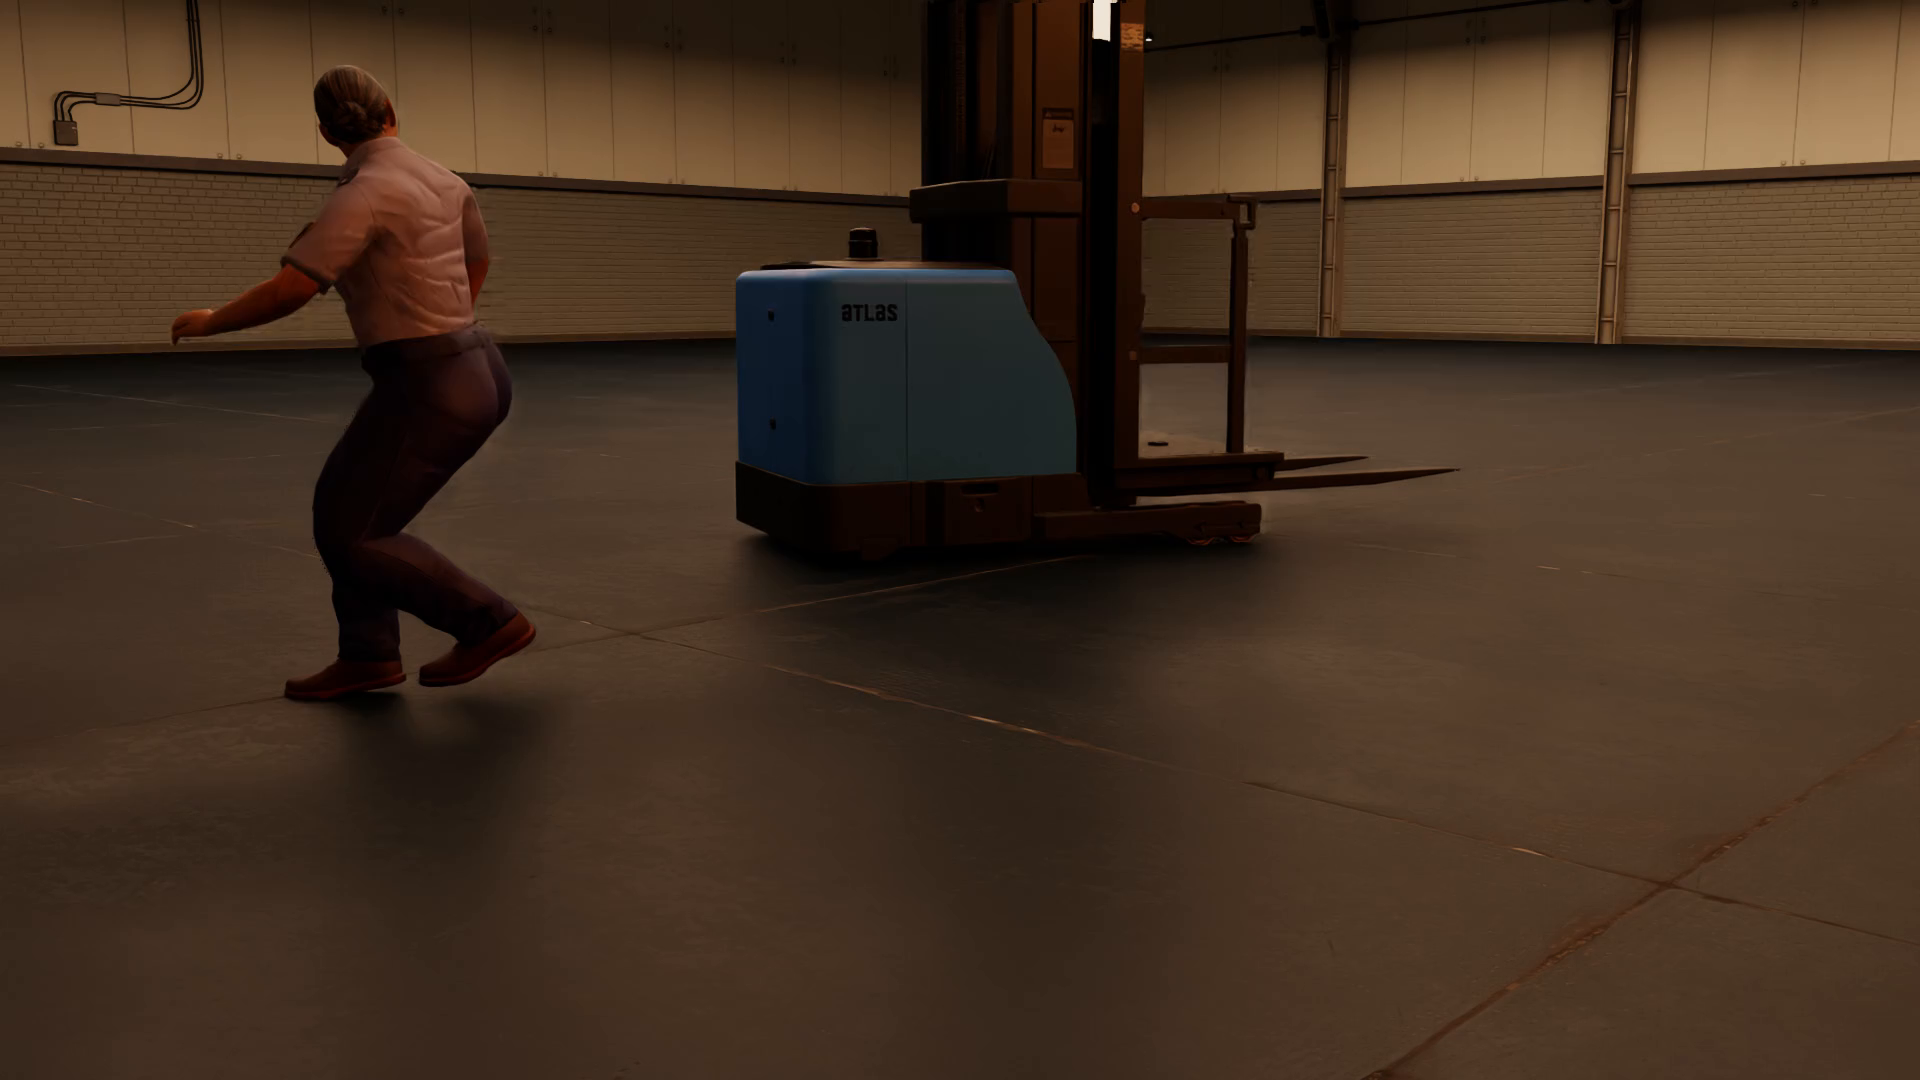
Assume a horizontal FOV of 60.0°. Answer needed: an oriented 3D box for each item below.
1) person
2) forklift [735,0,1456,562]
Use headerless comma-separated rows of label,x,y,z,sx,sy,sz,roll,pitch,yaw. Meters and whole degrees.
person,-1.459,-0.373,4.105,0.795,1.525,0.810,0,9,-2
forklift,0.650,-1.492,6.782,3.031,2.935,1.130,-4,9,-23
